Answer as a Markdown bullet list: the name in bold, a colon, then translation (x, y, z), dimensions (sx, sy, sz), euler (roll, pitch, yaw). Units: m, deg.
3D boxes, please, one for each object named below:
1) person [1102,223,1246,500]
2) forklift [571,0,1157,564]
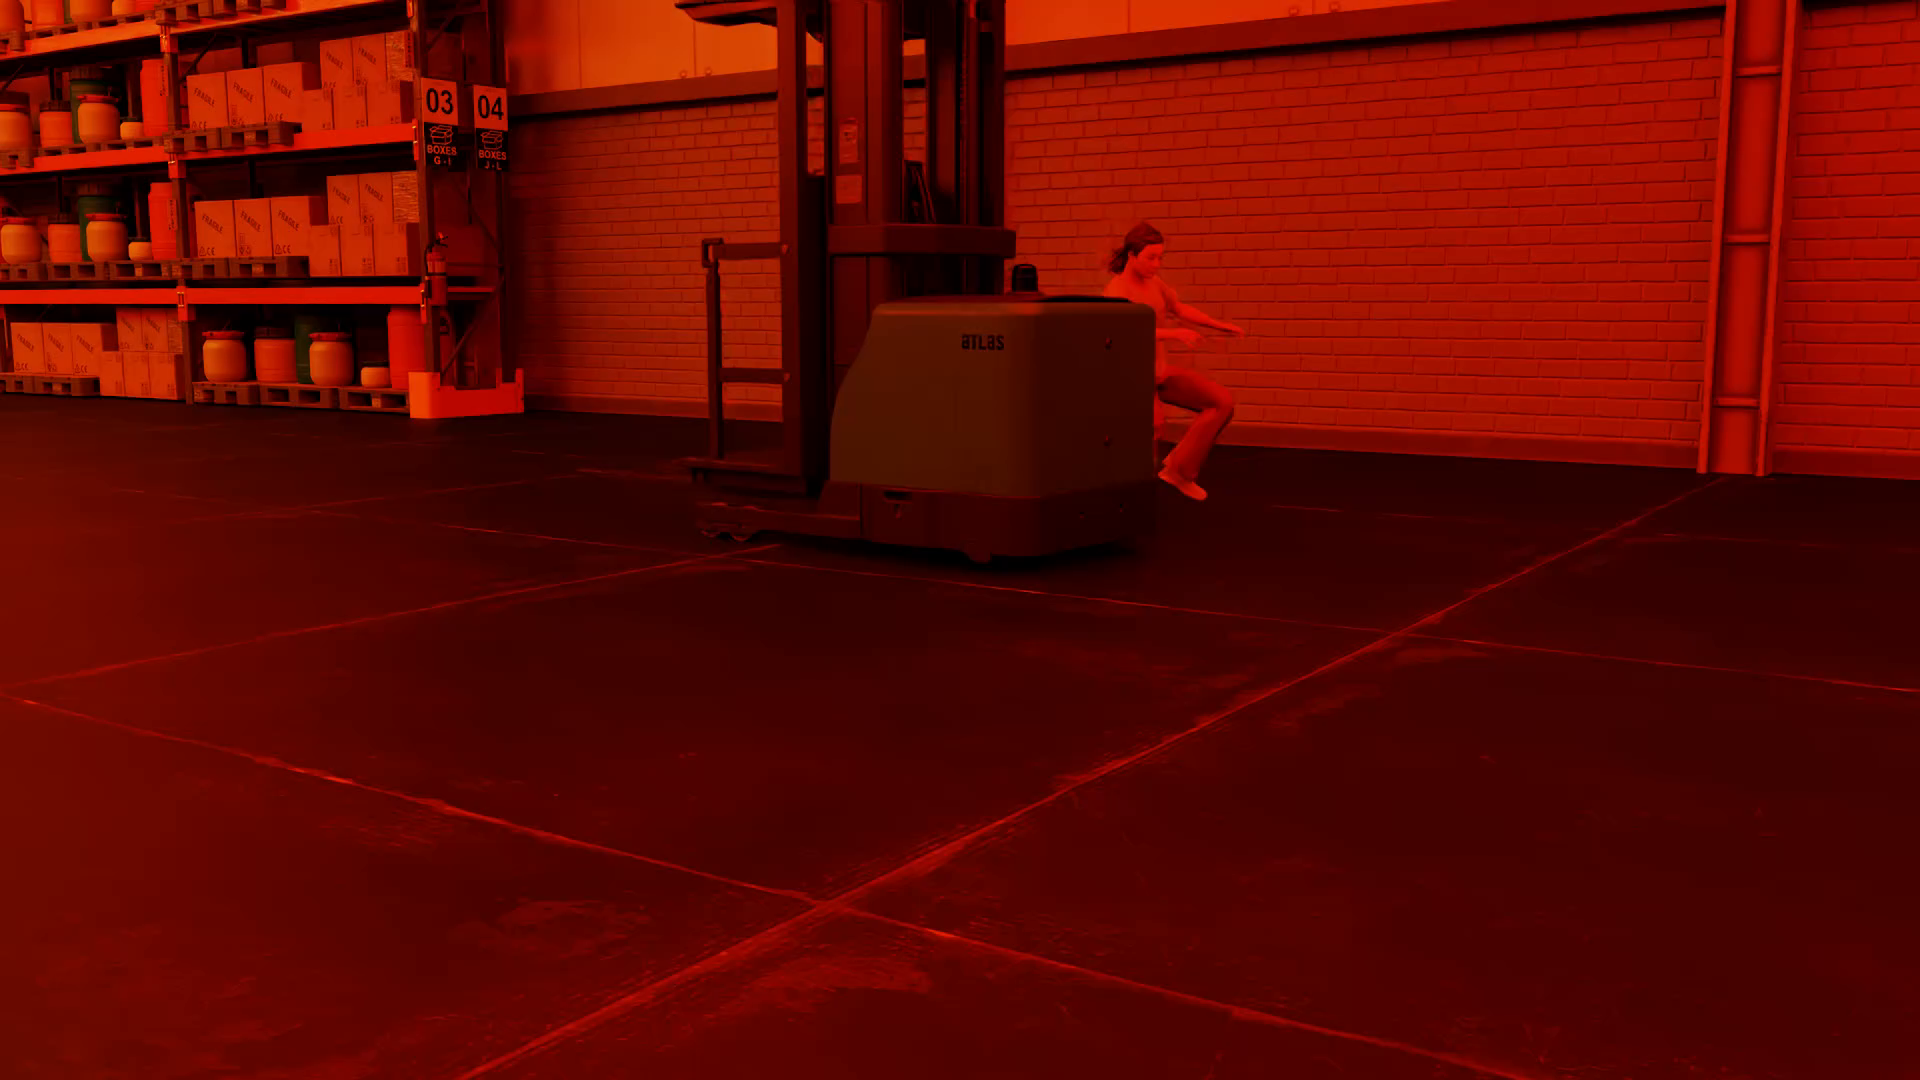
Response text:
- **person**: translation (1.048, -0.854, 8.399), dimensions (0.688, 1.469, 0.871), euler (8, 11, 43)
- **forklift**: translation (-0.604, -1.496, 7.711), dimensions (3.031, 2.935, 1.130), euler (6, 10, 38)
